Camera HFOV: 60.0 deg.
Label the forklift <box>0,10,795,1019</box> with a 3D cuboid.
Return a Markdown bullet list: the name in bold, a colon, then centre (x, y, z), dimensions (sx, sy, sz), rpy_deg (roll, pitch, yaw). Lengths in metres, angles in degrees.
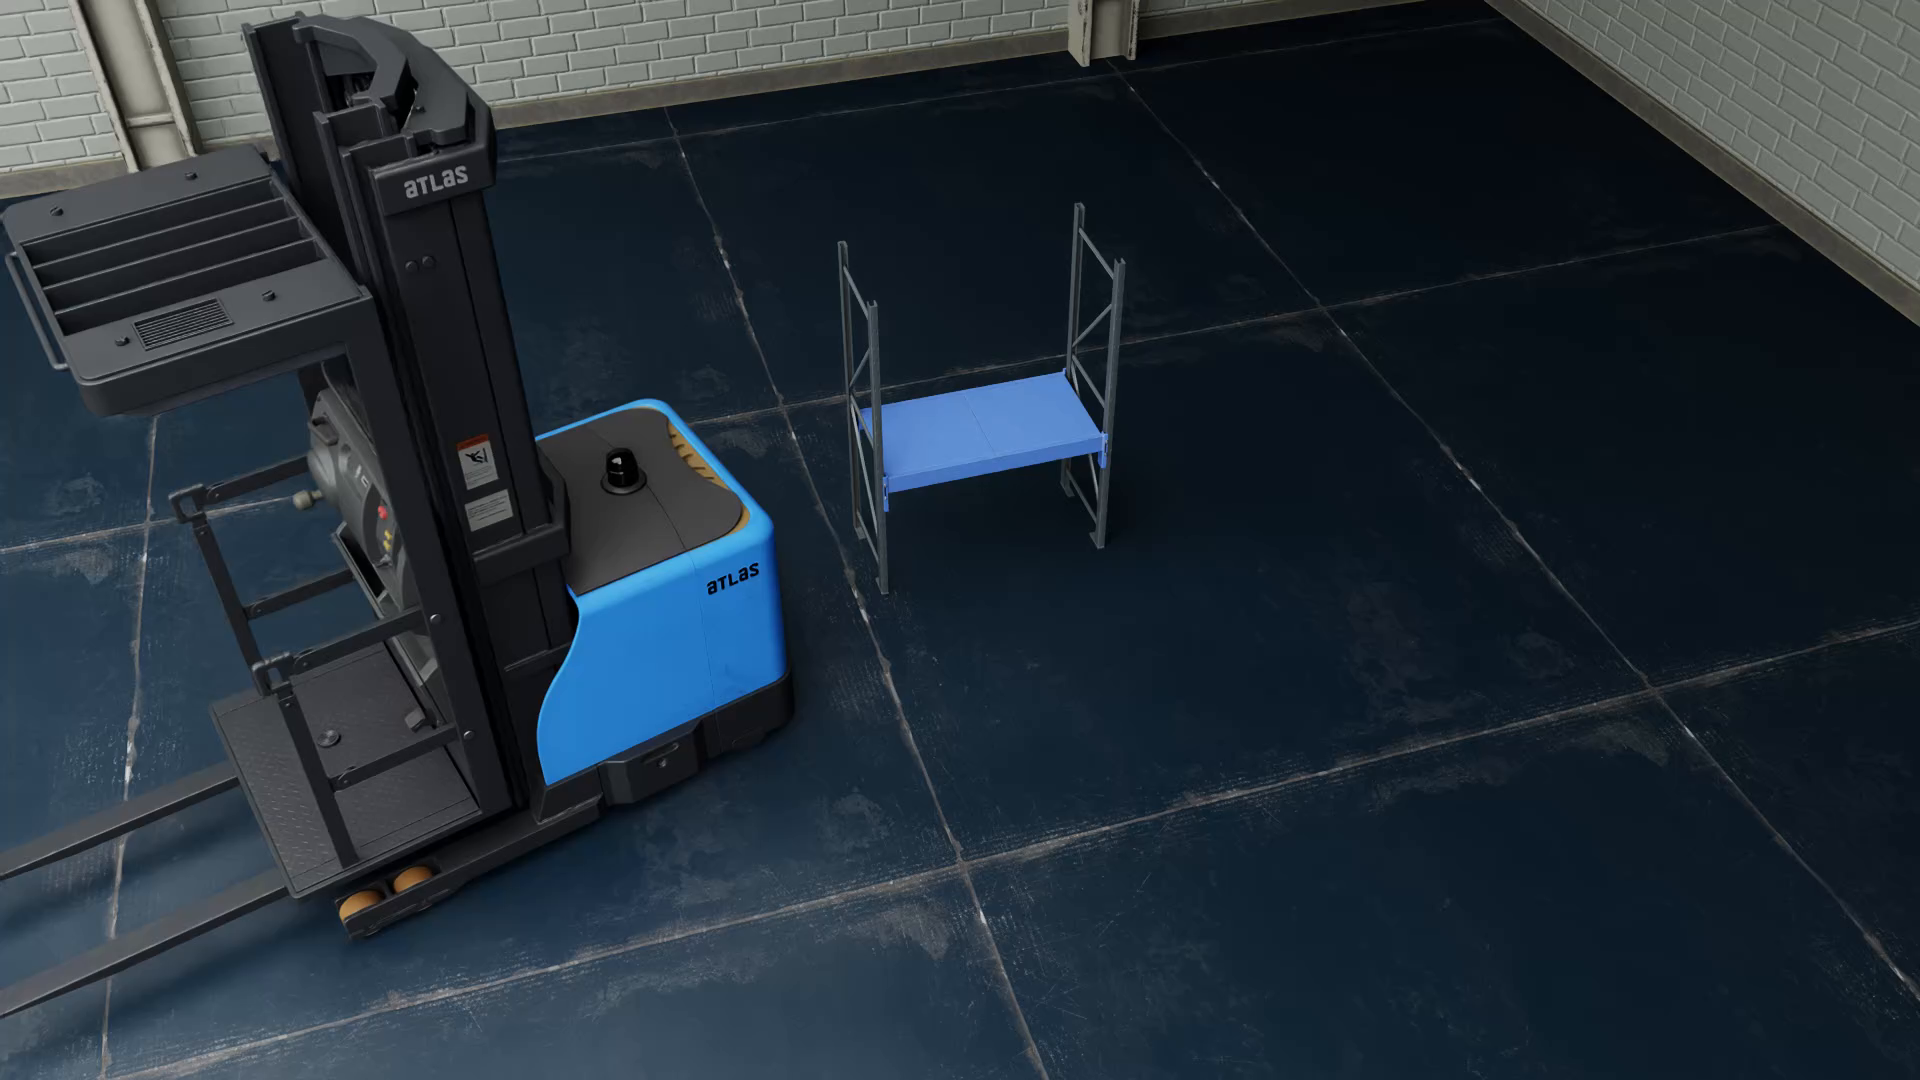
- **forklift**: centre (-2.174, -0.081, 5.465), dimensions (3.031, 2.935, 1.130), rpy_deg (-24, 46, -25)

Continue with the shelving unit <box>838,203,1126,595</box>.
- **shelving unit**: centre (0.081, -0.582, 7.125), dimensions (1.048, 1.500, 0.538), rpy_deg (-12, 42, -13)

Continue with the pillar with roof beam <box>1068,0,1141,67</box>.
- **pillar with roof beam**: centre (2.264, -4.030, 5.373), dimensions (0.400, 9.000, 9.100), rpy_deg (-12, 42, -13)

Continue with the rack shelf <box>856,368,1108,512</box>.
- **rack shelf**: centre (0.081, -0.446, 7.244), dimensions (1.000, 0.185, 0.538), rpy_deg (-12, 42, -13)

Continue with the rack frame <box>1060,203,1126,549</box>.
- **rack frame**: centre (0.566, -0.682, 7.240), dimensions (0.032, 1.500, 0.500), rpy_deg (-12, 42, -13)

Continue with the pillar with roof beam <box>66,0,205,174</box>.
- **pillar with roof beam**: centre (-3.459, -2.844, 4.016), dimensions (0.400, 9.000, 9.100), rpy_deg (-12, 42, -13)

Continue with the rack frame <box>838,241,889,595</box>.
- **rack frame**: centre (-0.404, -0.481, 7.010), dimensions (0.032, 1.500, 0.500), rpy_deg (-12, 42, -13)
